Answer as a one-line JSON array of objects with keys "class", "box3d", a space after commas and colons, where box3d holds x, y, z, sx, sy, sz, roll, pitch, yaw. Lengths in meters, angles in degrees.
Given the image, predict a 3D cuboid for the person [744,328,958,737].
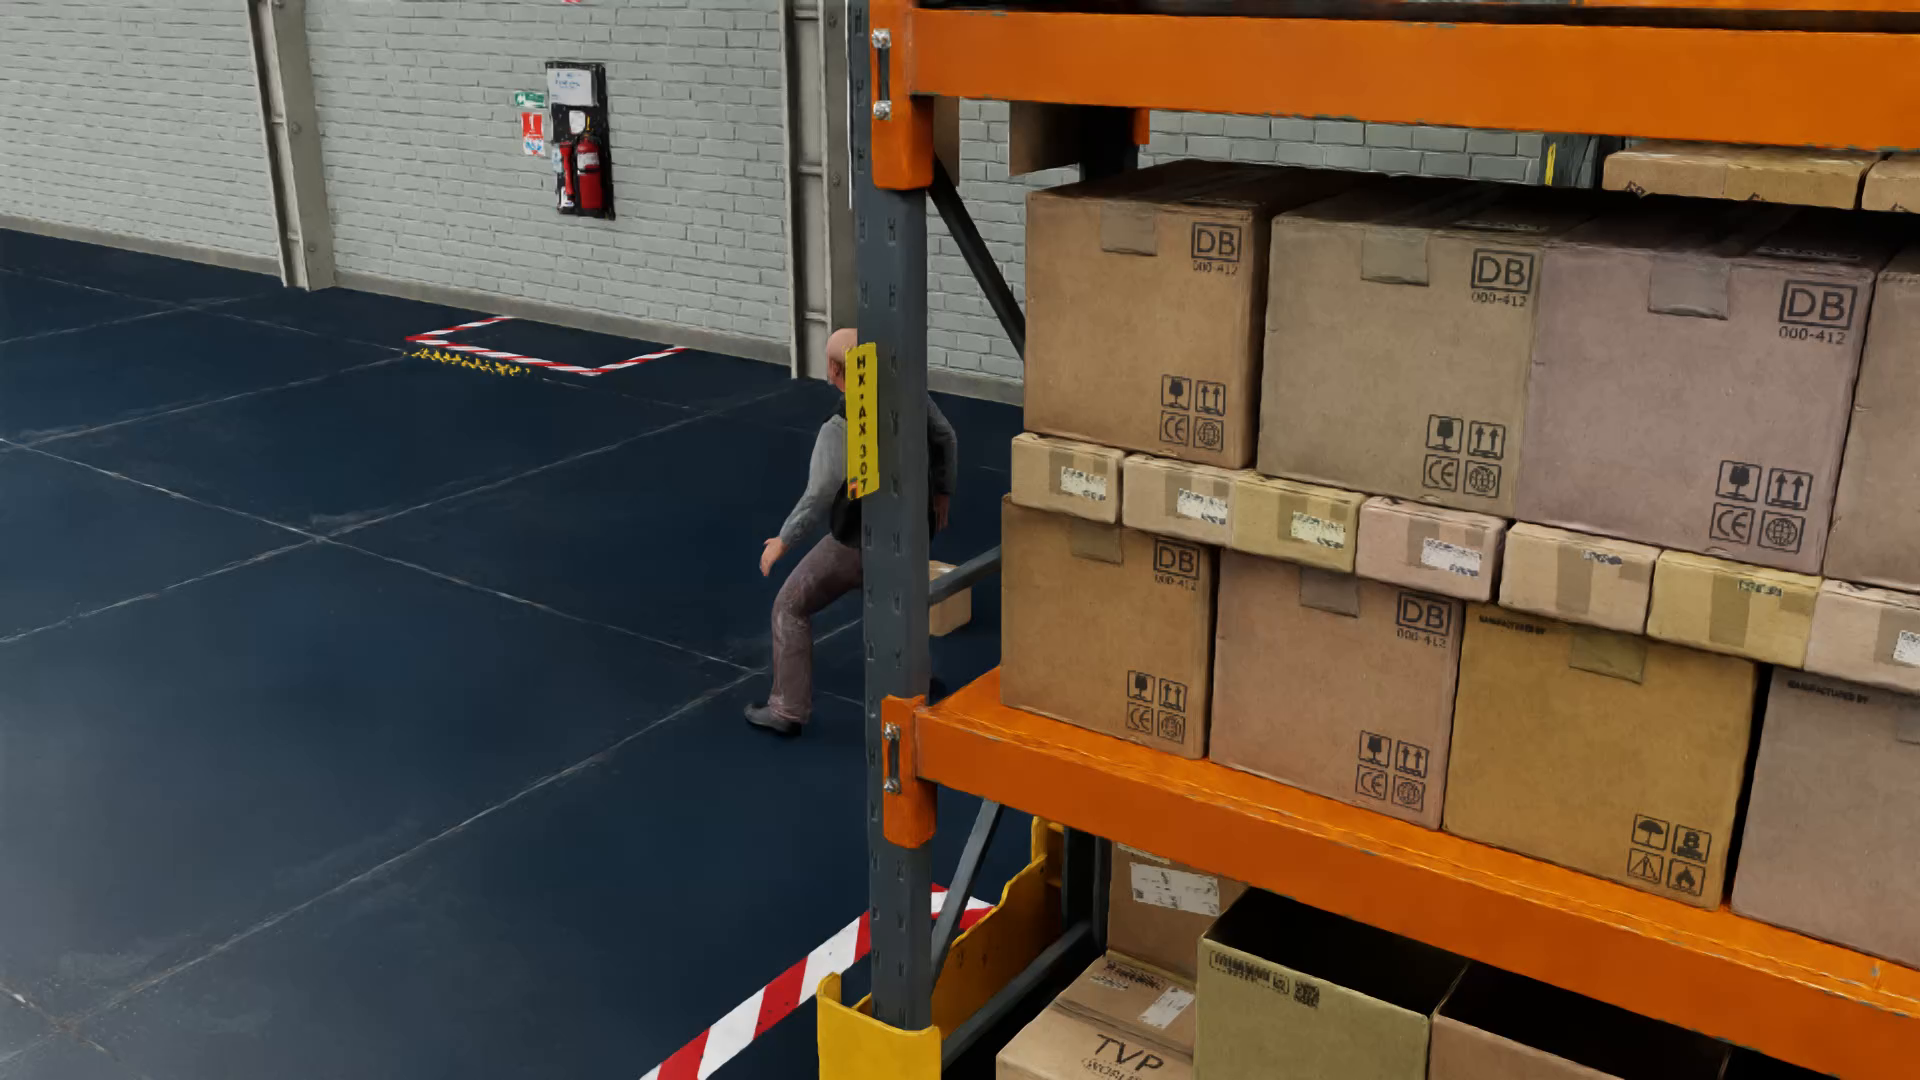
[{"class": "person", "box3d": [-0.411, -0.009, 6.488, 0.828, 1.504, 0.548, -18, 27, -41]}]
